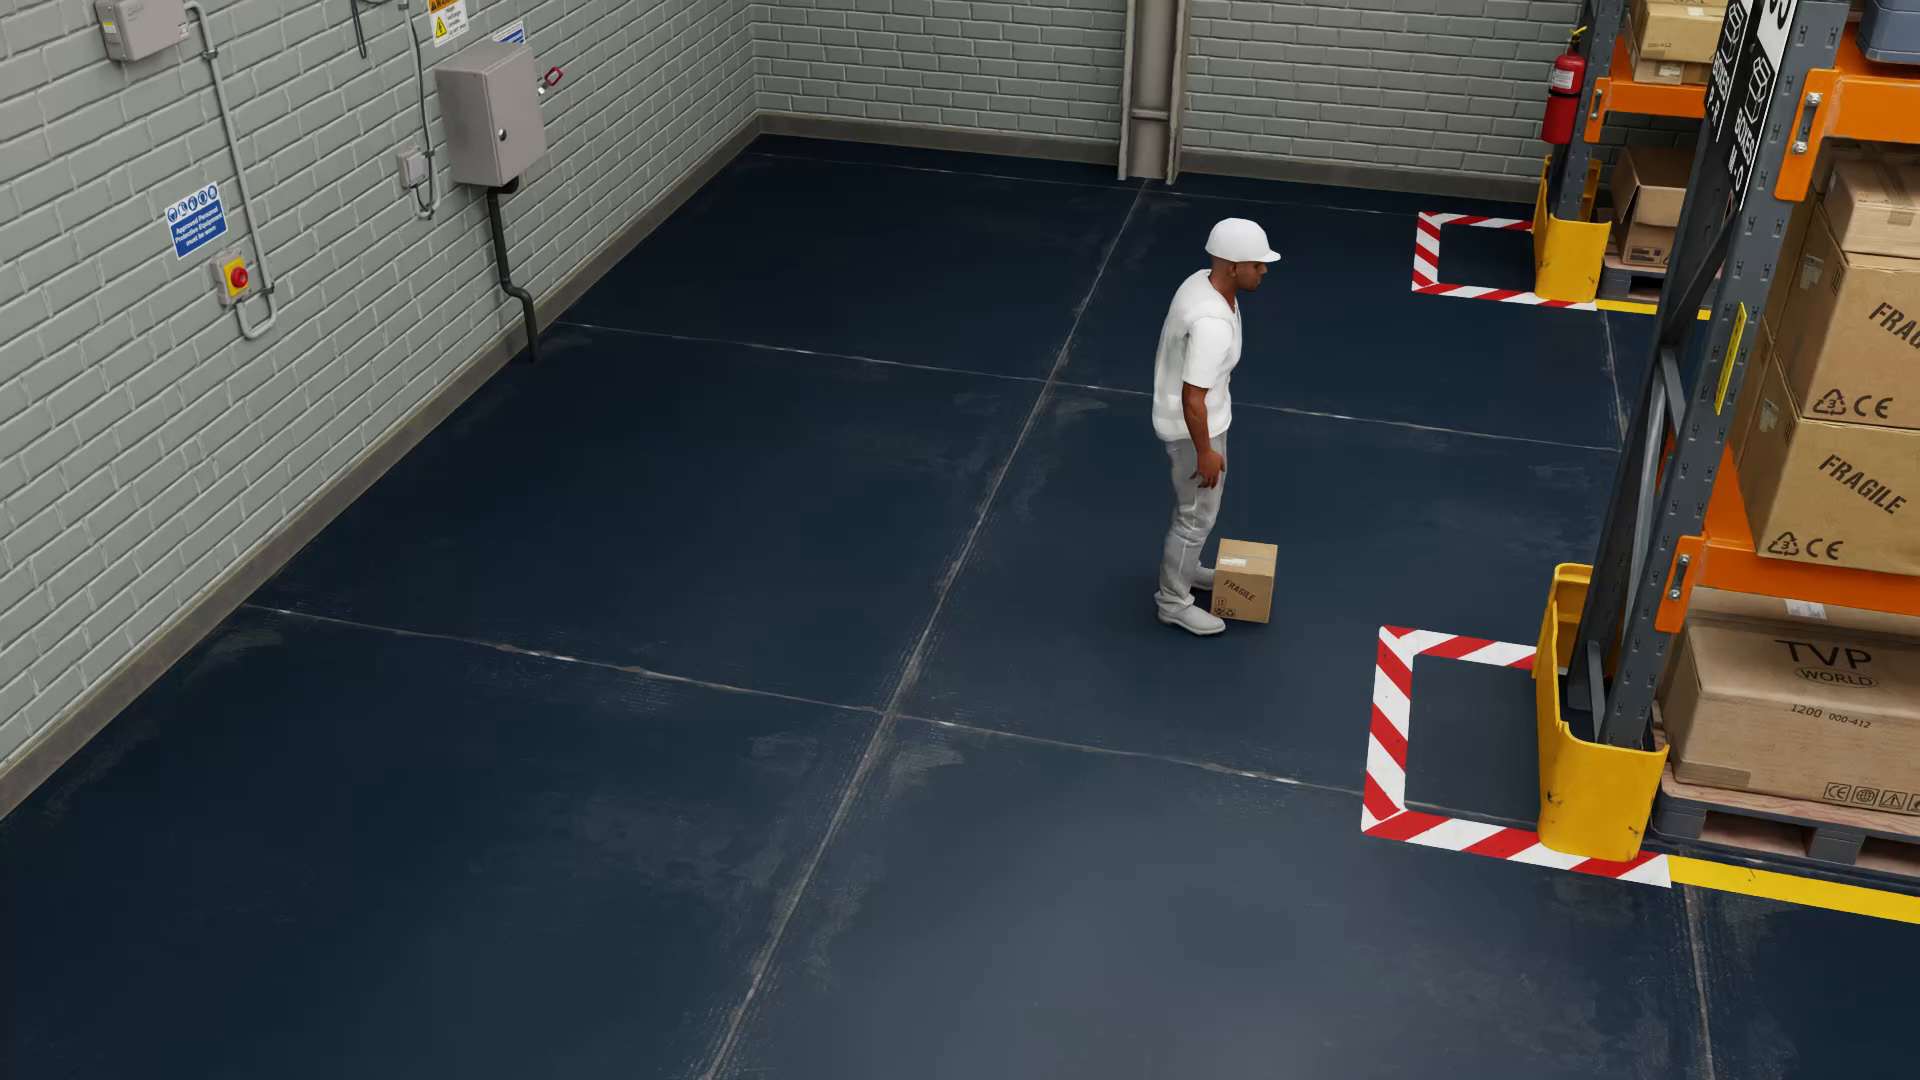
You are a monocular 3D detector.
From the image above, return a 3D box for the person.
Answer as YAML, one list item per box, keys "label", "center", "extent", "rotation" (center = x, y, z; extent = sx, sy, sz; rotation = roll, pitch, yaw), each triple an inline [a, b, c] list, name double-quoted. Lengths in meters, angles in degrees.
- label: "person"
  center: [1.019, -0.490, 6.886]
  extent: [0.454, 1.761, 0.635]
  rotation: [6, 33, 10]
